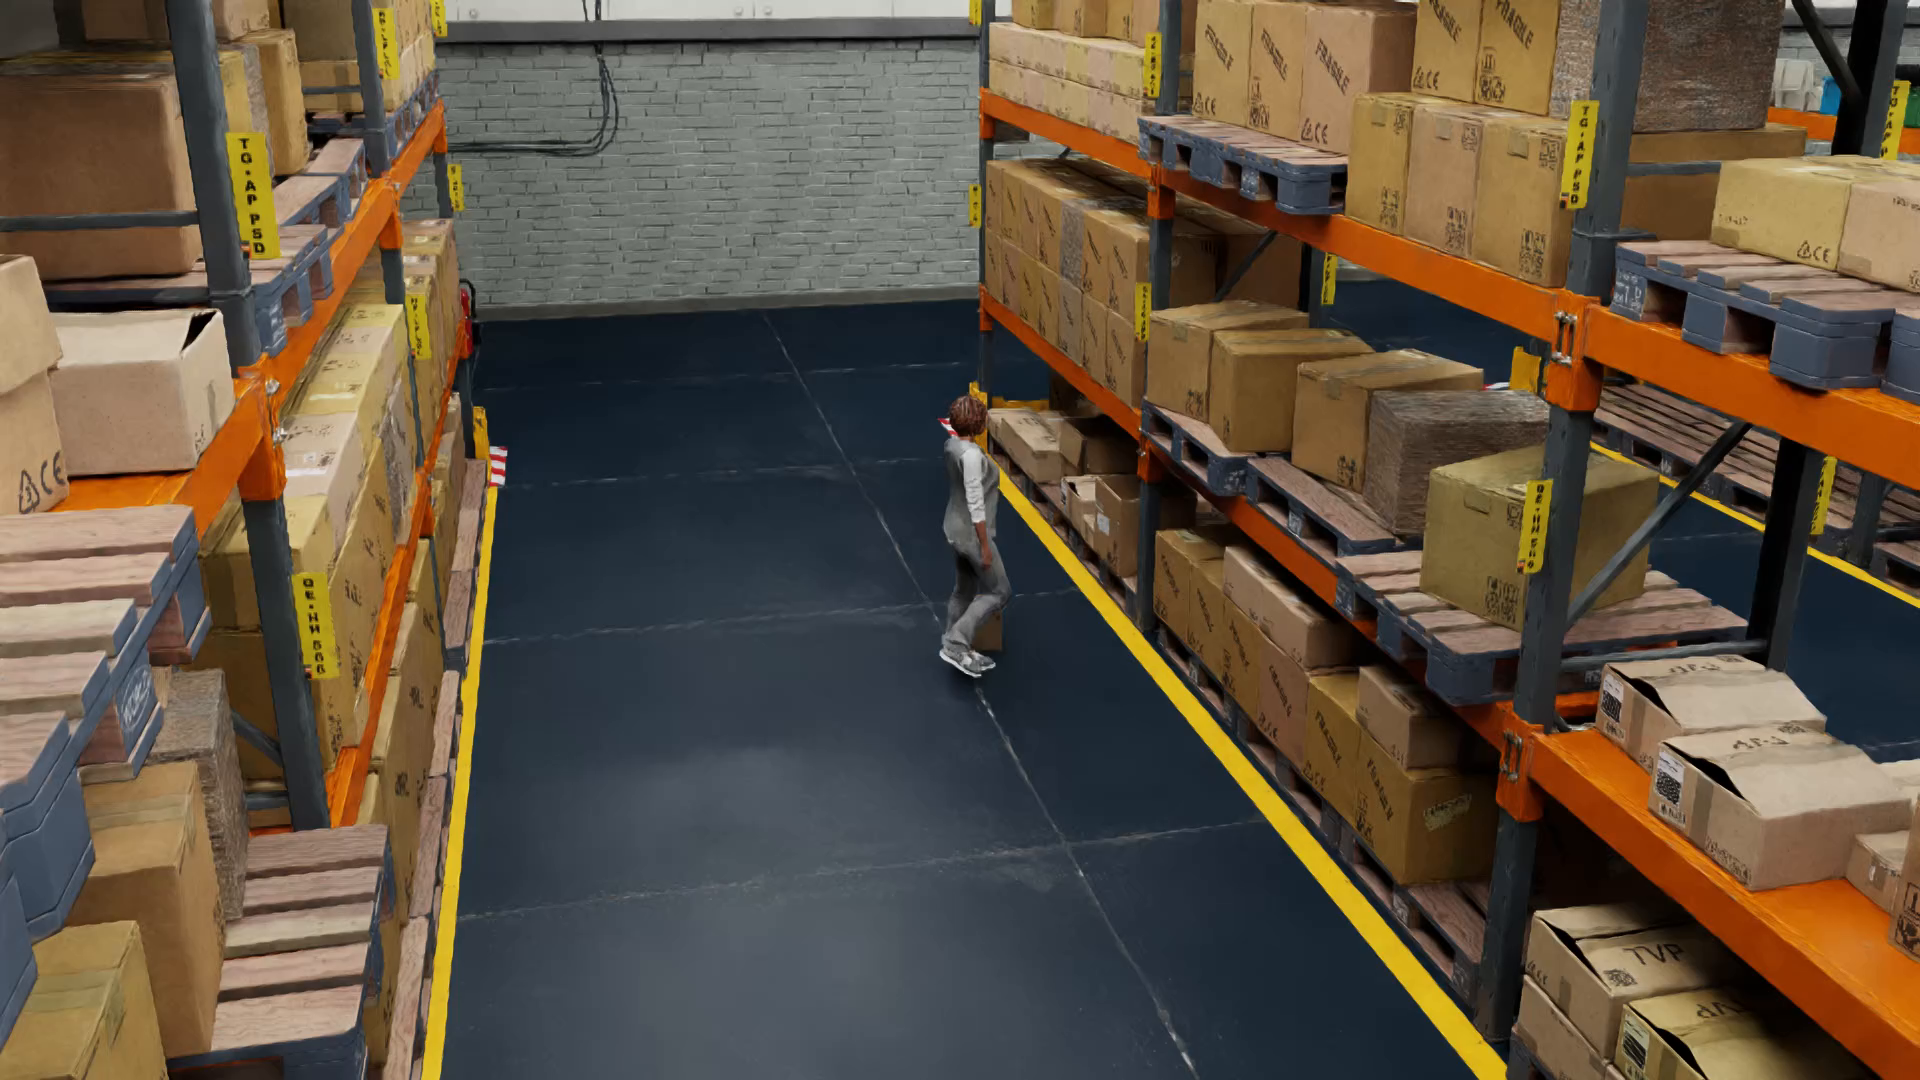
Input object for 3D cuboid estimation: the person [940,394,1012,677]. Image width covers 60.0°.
[{"bbox_3d":[0.061,-0.010,9.141,0.401,1.582,0.511,-4,20,-10],"label":"person"}]
